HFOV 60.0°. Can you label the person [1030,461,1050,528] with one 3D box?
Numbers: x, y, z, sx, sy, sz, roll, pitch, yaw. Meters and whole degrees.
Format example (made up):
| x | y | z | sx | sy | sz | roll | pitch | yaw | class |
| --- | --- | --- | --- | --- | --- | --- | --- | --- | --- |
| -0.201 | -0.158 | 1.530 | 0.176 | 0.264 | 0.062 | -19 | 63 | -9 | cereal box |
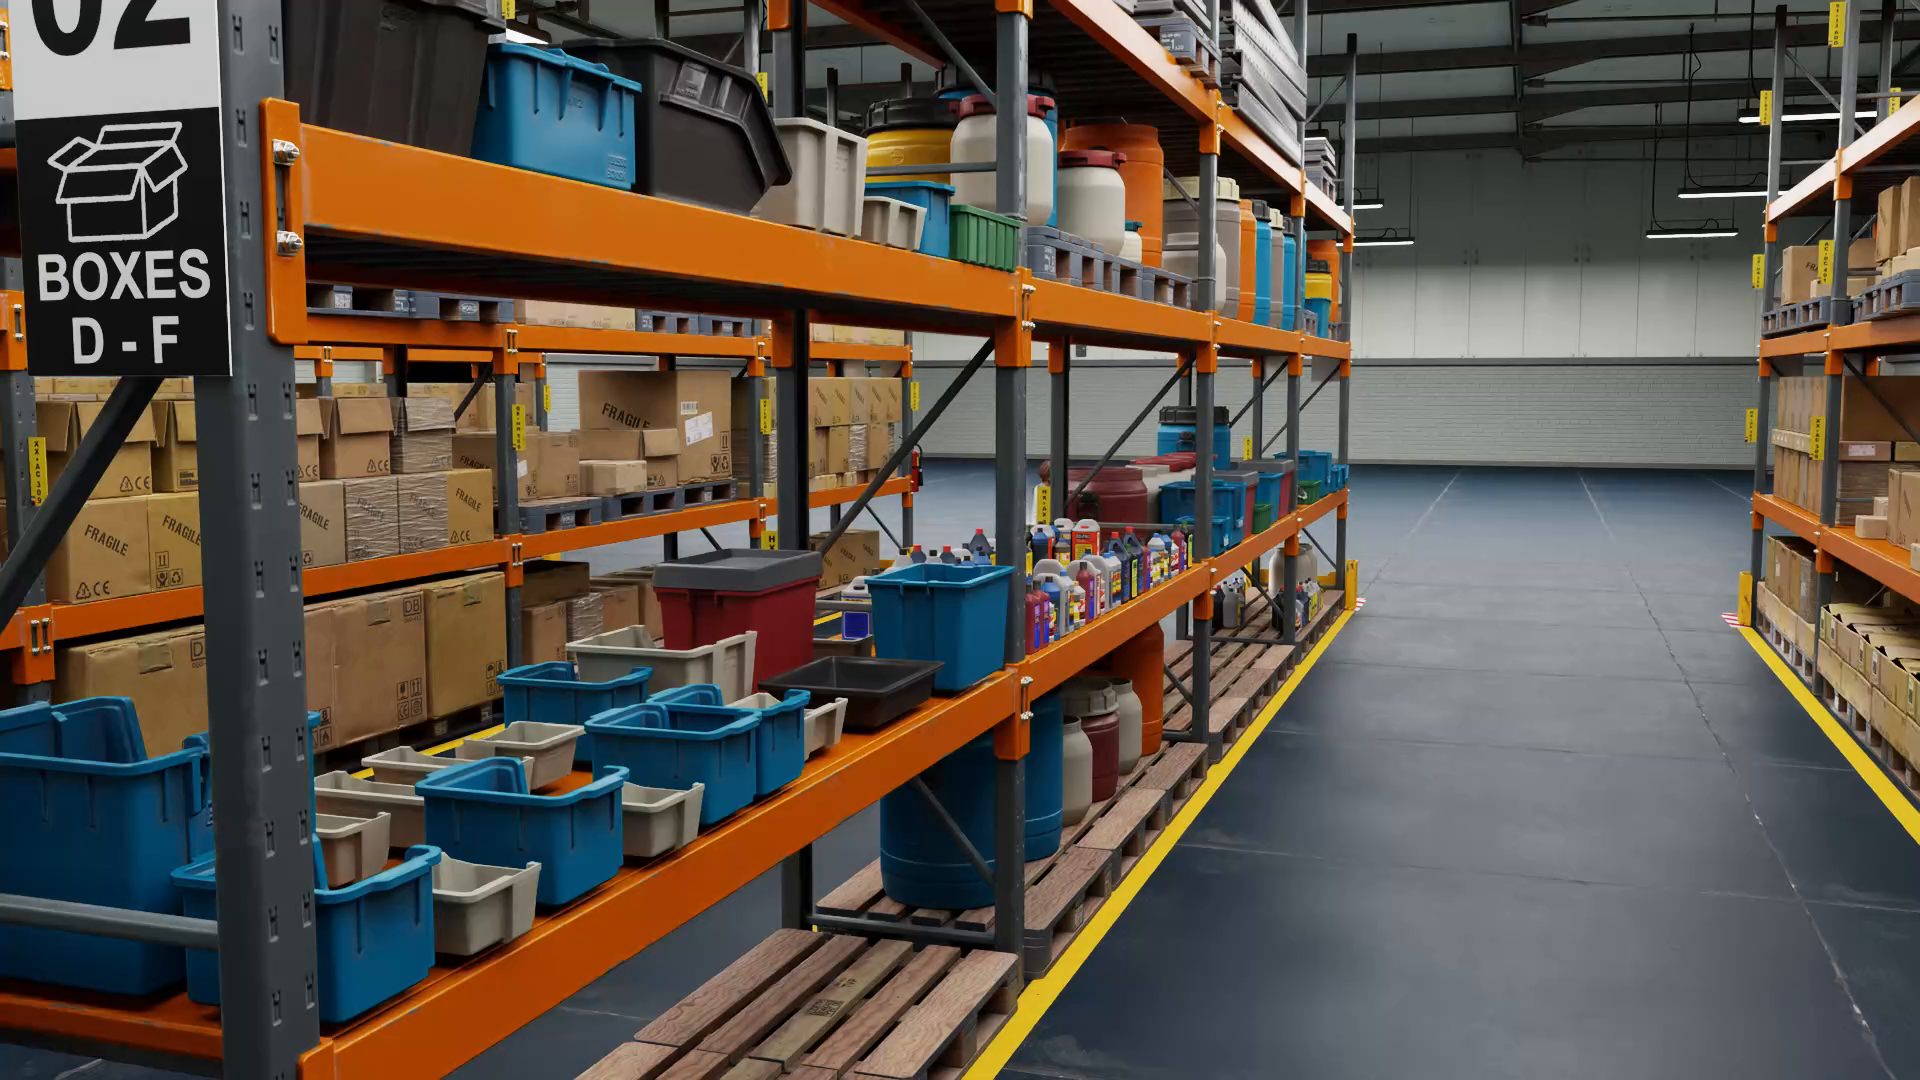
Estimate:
| x | y | z | sx | sy | sz | roll | pitch | yaw | class |
| --- | --- | --- | --- | --- | --- | --- | --- | --- | --- |
| 0.957 | 0.022 | 16.703 | 0.424 | 1.634 | 0.458 | 4 | 7 | 39 | person |
